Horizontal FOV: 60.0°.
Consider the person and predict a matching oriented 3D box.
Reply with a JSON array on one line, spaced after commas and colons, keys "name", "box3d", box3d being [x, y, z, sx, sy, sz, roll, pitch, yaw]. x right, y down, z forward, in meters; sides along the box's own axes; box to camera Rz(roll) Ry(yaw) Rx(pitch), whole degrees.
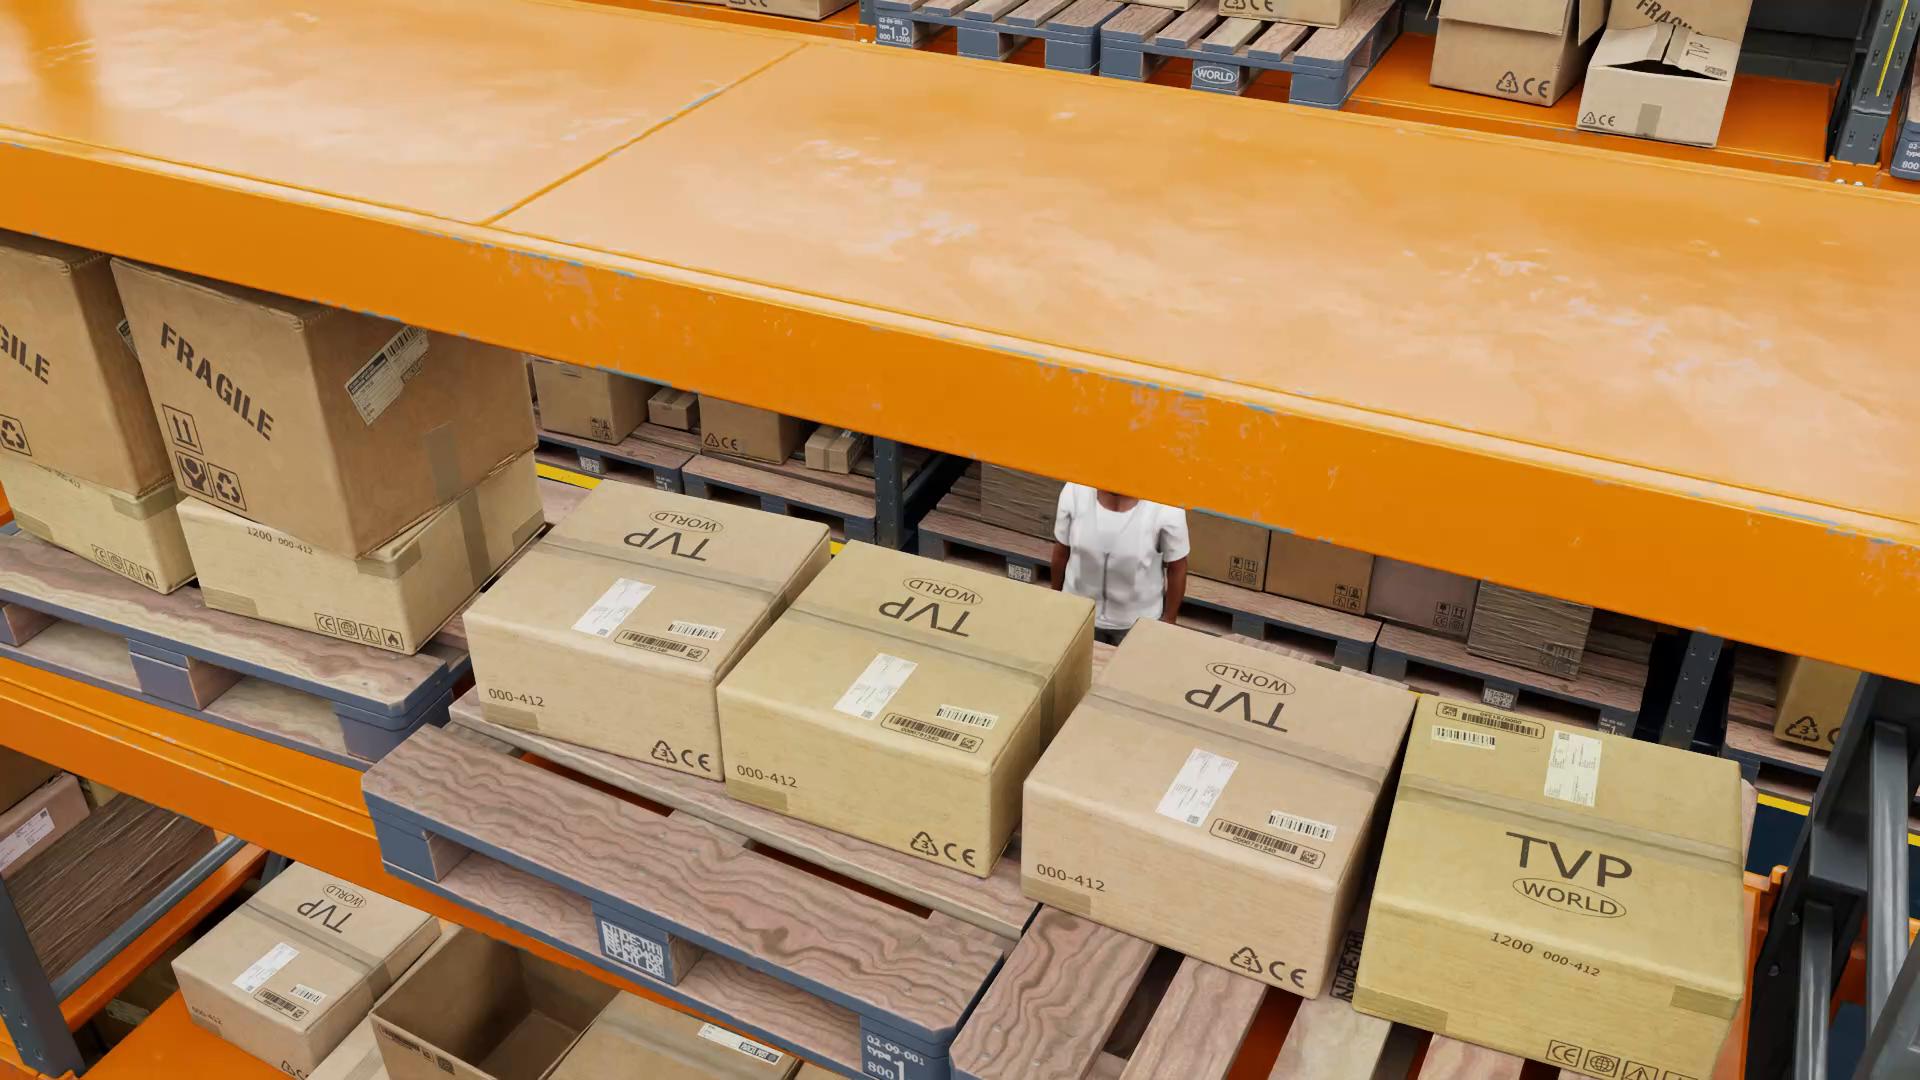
[{"name": "person", "box3d": [0.649, 0.284, 7.004, 0.583, 1.766, 0.393, 12, 35, 17]}]
